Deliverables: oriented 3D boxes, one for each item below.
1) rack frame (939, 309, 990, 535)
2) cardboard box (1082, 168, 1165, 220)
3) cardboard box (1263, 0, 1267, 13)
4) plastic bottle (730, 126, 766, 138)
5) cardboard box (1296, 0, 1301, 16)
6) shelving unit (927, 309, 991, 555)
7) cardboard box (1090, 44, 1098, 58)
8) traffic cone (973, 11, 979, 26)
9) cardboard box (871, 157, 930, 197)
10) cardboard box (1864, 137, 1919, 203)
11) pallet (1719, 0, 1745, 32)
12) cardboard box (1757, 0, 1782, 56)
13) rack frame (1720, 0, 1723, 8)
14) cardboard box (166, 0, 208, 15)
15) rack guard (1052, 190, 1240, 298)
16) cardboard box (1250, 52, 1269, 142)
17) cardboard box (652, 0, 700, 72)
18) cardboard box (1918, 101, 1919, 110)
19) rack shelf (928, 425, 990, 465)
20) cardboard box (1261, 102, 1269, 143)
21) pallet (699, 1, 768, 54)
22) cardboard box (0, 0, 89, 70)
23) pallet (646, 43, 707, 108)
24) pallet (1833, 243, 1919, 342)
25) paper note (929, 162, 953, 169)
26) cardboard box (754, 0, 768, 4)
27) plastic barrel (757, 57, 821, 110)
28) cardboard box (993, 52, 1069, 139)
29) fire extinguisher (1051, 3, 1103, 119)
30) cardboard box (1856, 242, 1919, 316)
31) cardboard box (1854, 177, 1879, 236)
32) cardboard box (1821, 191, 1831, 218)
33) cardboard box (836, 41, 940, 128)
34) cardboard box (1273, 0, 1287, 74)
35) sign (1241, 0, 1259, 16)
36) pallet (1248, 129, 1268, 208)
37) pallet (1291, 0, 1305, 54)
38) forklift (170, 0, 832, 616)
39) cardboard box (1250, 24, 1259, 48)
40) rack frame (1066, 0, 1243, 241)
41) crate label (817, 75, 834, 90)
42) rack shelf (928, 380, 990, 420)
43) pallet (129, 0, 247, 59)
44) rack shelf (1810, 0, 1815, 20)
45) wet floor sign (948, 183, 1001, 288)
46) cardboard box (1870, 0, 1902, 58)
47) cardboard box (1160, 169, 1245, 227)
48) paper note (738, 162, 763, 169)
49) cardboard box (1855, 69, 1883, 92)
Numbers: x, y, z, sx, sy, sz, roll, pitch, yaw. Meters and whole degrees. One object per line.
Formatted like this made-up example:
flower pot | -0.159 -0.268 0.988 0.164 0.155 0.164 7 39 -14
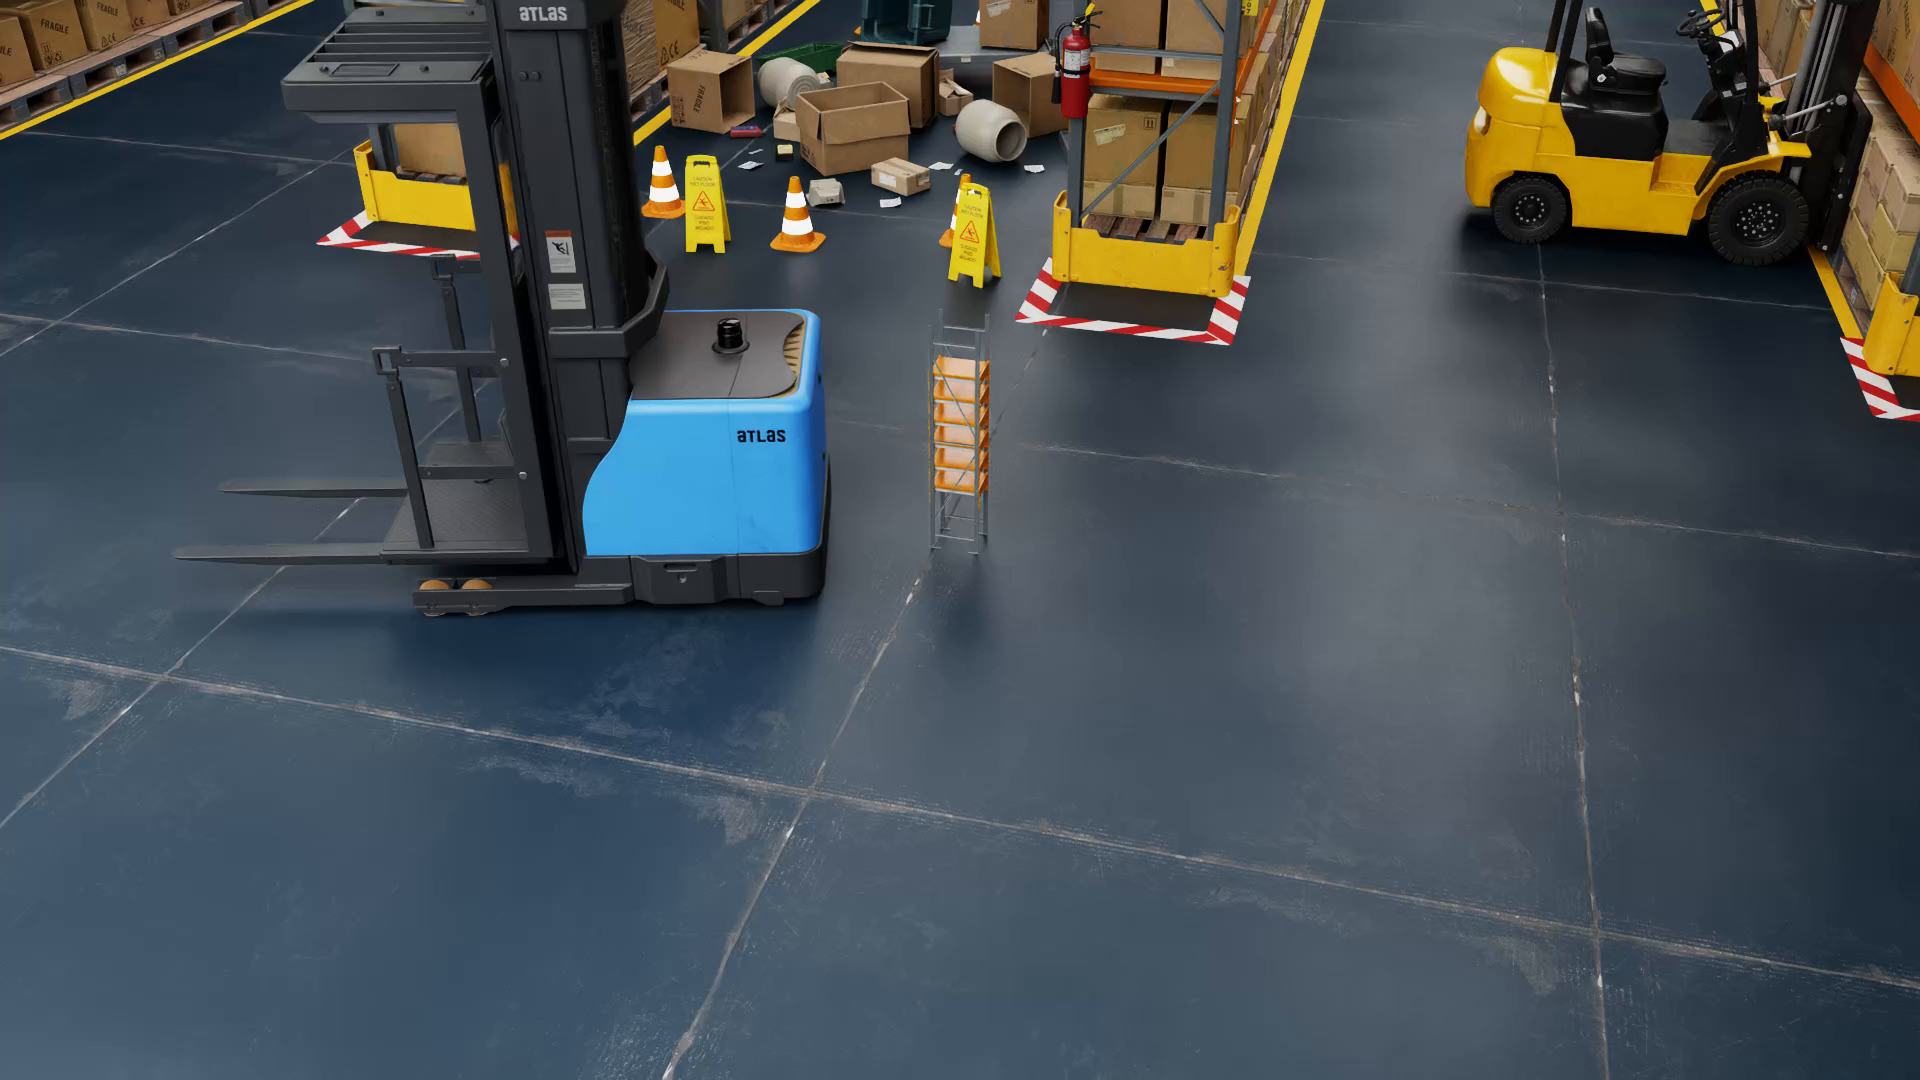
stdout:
rack frame | 0.020 -0.546 7.991 0.240 1.200 0.006 8 33 12
cardboard box | 1.132 -2.434 11.454 0.500 0.250 0.500 8 33 12
cardboard box | 1.826 -3.858 11.152 0.500 0.500 0.500 7 33 11
plastic bottle | -1.698 -3.277 13.349 0.283 0.061 0.133 -3 33 -4
cardboard box | 2.681 -5.100 15.534 0.950 0.372 0.625 9 34 14
shelving unit | -0.004 -0.499 7.916 0.258 1.200 0.189 8 33 12
cardboard box | 1.026 -3.212 10.741 0.380 0.149 0.250 8 33 12
traffic cone | 0.263 -5.074 15.801 0.336 0.463 0.334 8 33 12
cardboard box | -0.440 -2.700 12.359 0.380 0.149 0.250 28 42 36
cardboard box | 5.923 -2.261 10.249 0.500 0.250 0.500 9 33 13
pallet | 7.767 -4.827 15.647 1.003 0.211 1.213 8 33 12
cardboard box | 7.513 -4.590 14.496 0.875 0.625 0.625 7 33 10
rack frame | 8.014 -6.426 15.562 1.000 3.000 0.127 8 33 12
cardboard box | -7.529 -5.294 15.719 0.500 0.500 0.500 7 33 11
rack guard | 1.201 -1.933 10.825 1.175 0.500 0.348 8 33 12
cardboard box | 1.923 -3.206 11.970 0.500 0.500 0.500 9 33 13
cardboard box | -2.845 -4.609 14.294 0.875 0.875 0.875 9 33 13
cardboard box | 5.854 -2.608 9.463 0.500 0.500 0.500 7 33 11
rack shelf | -0.004 -0.461 7.940 0.258 0.103 0.180 8 33 12
cardboard box | 2.047 -3.157 12.591 0.500 0.250 0.500 9 33 13
pallet | -2.494 -4.880 15.729 1.003 0.211 1.213 8 33 12
cardboard box | -7.934 -4.379 14.281 0.500 0.500 0.500 11 34 17
pallet | -2.886 -4.085 14.479 1.003 0.211 1.213 8 33 12
pallet | 6.137 -1.500 10.413 1.003 0.211 1.213 8 33 12
paper note | -0.144 -2.873 12.751 0.148 0.019 0.142 20 38 29
cardboard box | -2.298 -5.708 16.138 1.050 0.750 0.750 8 33 12
plastic barrel | -1.421 -3.761 13.771 0.421 0.421 0.512 -21 38 -29
cardboard box | 0.608 -3.600 13.444 0.500 0.500 0.500 -21 38 -29
fire extinguisher | 0.707 -2.919 10.118 0.296 0.674 0.183 8 33 12
cardboard box | 5.797 -1.578 10.108 0.500 0.250 0.500 8 33 13
cardboard box | 5.942 -2.056 10.394 0.500 0.250 0.500 8 33 12
cardboard box | 6.178 -2.366 11.347 0.500 0.250 0.500 9 34 14
cardboard box | -0.592 -3.695 13.466 0.797 0.637 0.503 8 33 12
cardboard box | 2.306 -4.014 13.240 0.500 0.500 0.500 8 33 12
sign | 1.706 -3.240 9.744 0.100 0.325 0.005 8 33 12
pallet | 1.753 -2.859 12.550 1.003 0.211 1.213 8 33 12
pallet | 2.700 -4.887 15.740 1.003 0.211 1.213 8 33 12
forklift | -2.161 -1.172 7.361 3.031 2.935 1.130 -1 32 -1
cardboard box | 1.773 -3.376 10.998 0.380 0.149 0.250 9 33 13
rack frame | 1.181 -2.948 10.092 1.000 3.000 0.127 8 33 12
crate label | -1.237 -3.872 14.214 0.298 0.136 0.250 -14 35 -21
rack shelf | -0.004 -0.664 7.811 0.258 0.103 0.180 8 33 12
pallet | -7.525 -4.843 15.672 1.003 0.211 1.213 8 33 12
rack shelf | 7.506 -5.085 14.123 1.077 0.370 4.000 8 33 12
wet floor sign | 0.098 -2.002 10.798 0.267 0.644 0.232 20 38 29
cardboard box | 6.242 -3.404 10.716 0.500 0.500 0.500 8 33 13
cardboard box | 1.654 -2.346 11.316 0.500 0.250 0.500 8 33 12
paper note | -1.603 -2.877 12.749 0.144 0.017 0.142 20 38 29
cardboard box | 6.318 -3.057 11.502 0.500 0.250 0.500 9 34 14
